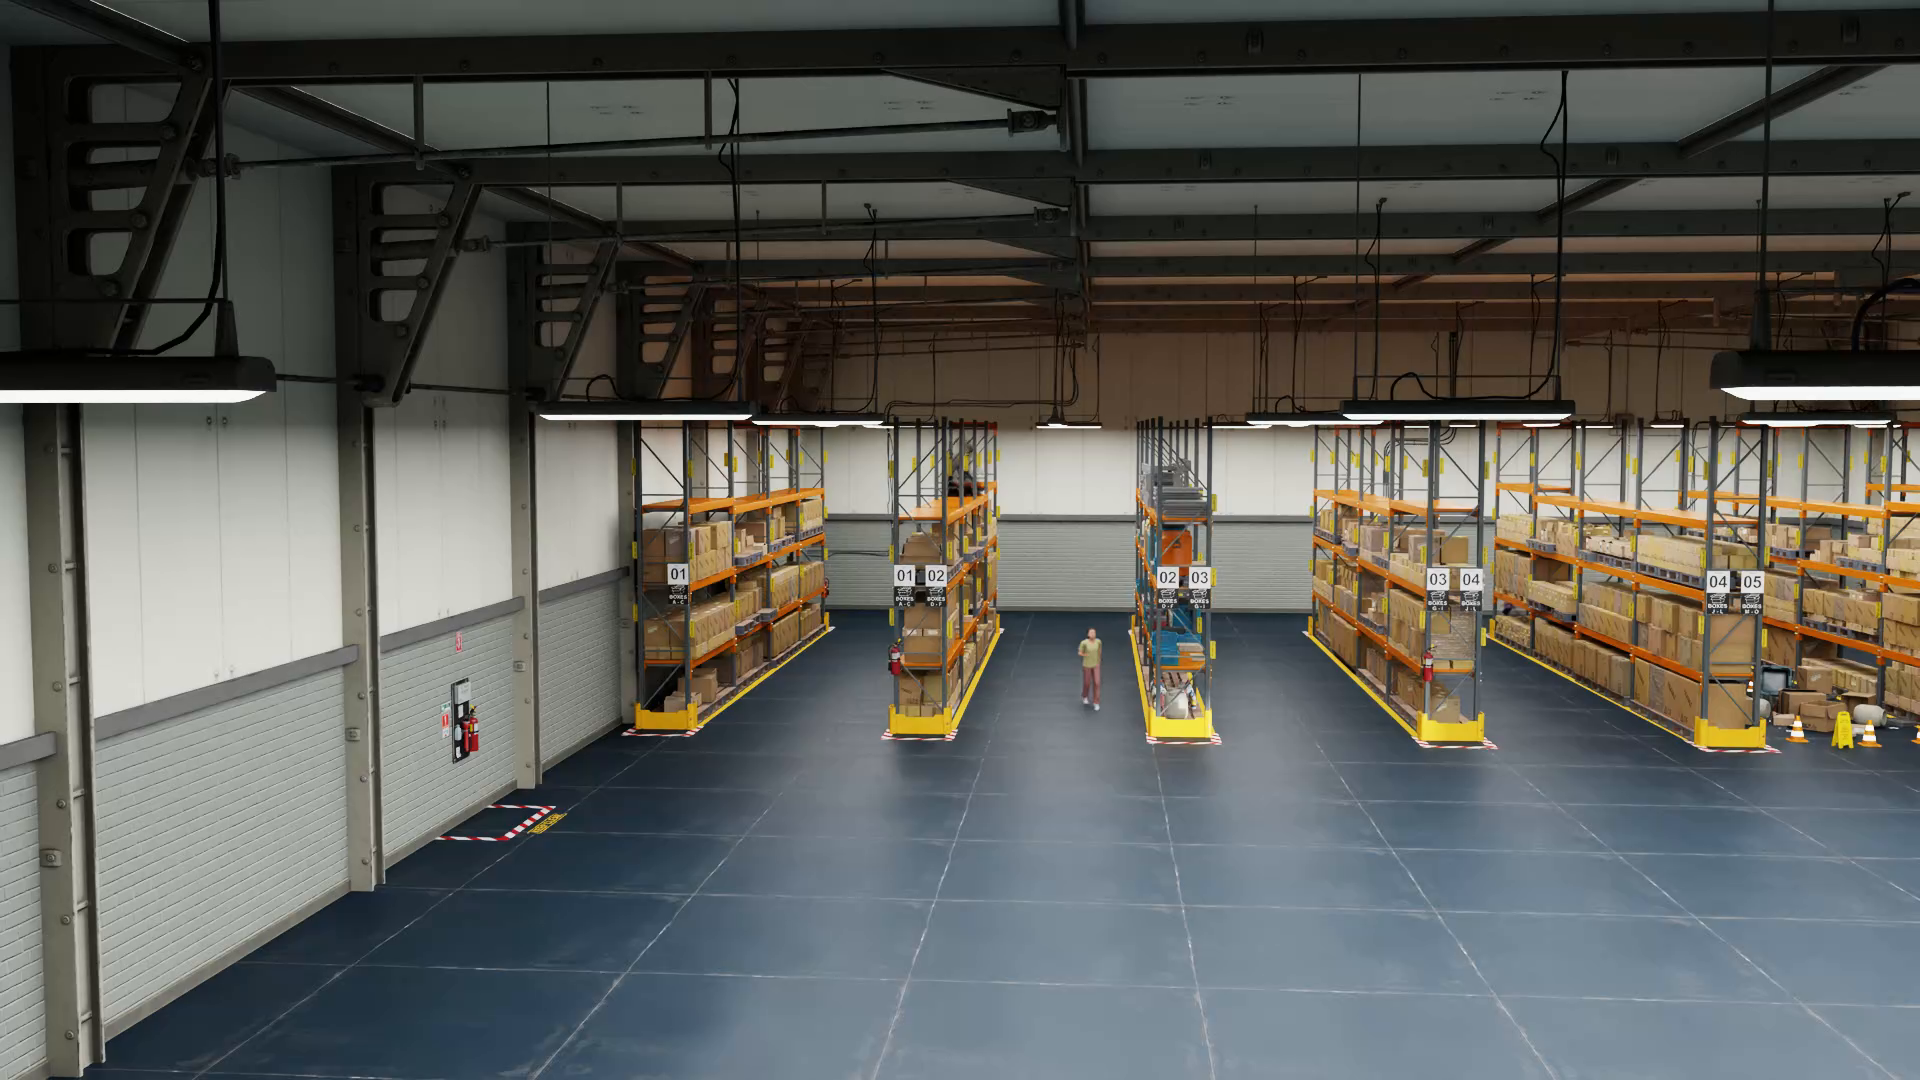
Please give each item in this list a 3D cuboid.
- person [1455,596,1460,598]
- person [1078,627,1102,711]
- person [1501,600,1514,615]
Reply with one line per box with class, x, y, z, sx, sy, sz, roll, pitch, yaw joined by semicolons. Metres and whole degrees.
person;13.550;1.895;45.873;0.744;1.681;0.668;2;4;22
person;2.701;2.638;34.453;0.544;1.698;0.890;0;4;-7
person;15.693;1.903;47.497;0.524;1.492;0.607;2;4;30
